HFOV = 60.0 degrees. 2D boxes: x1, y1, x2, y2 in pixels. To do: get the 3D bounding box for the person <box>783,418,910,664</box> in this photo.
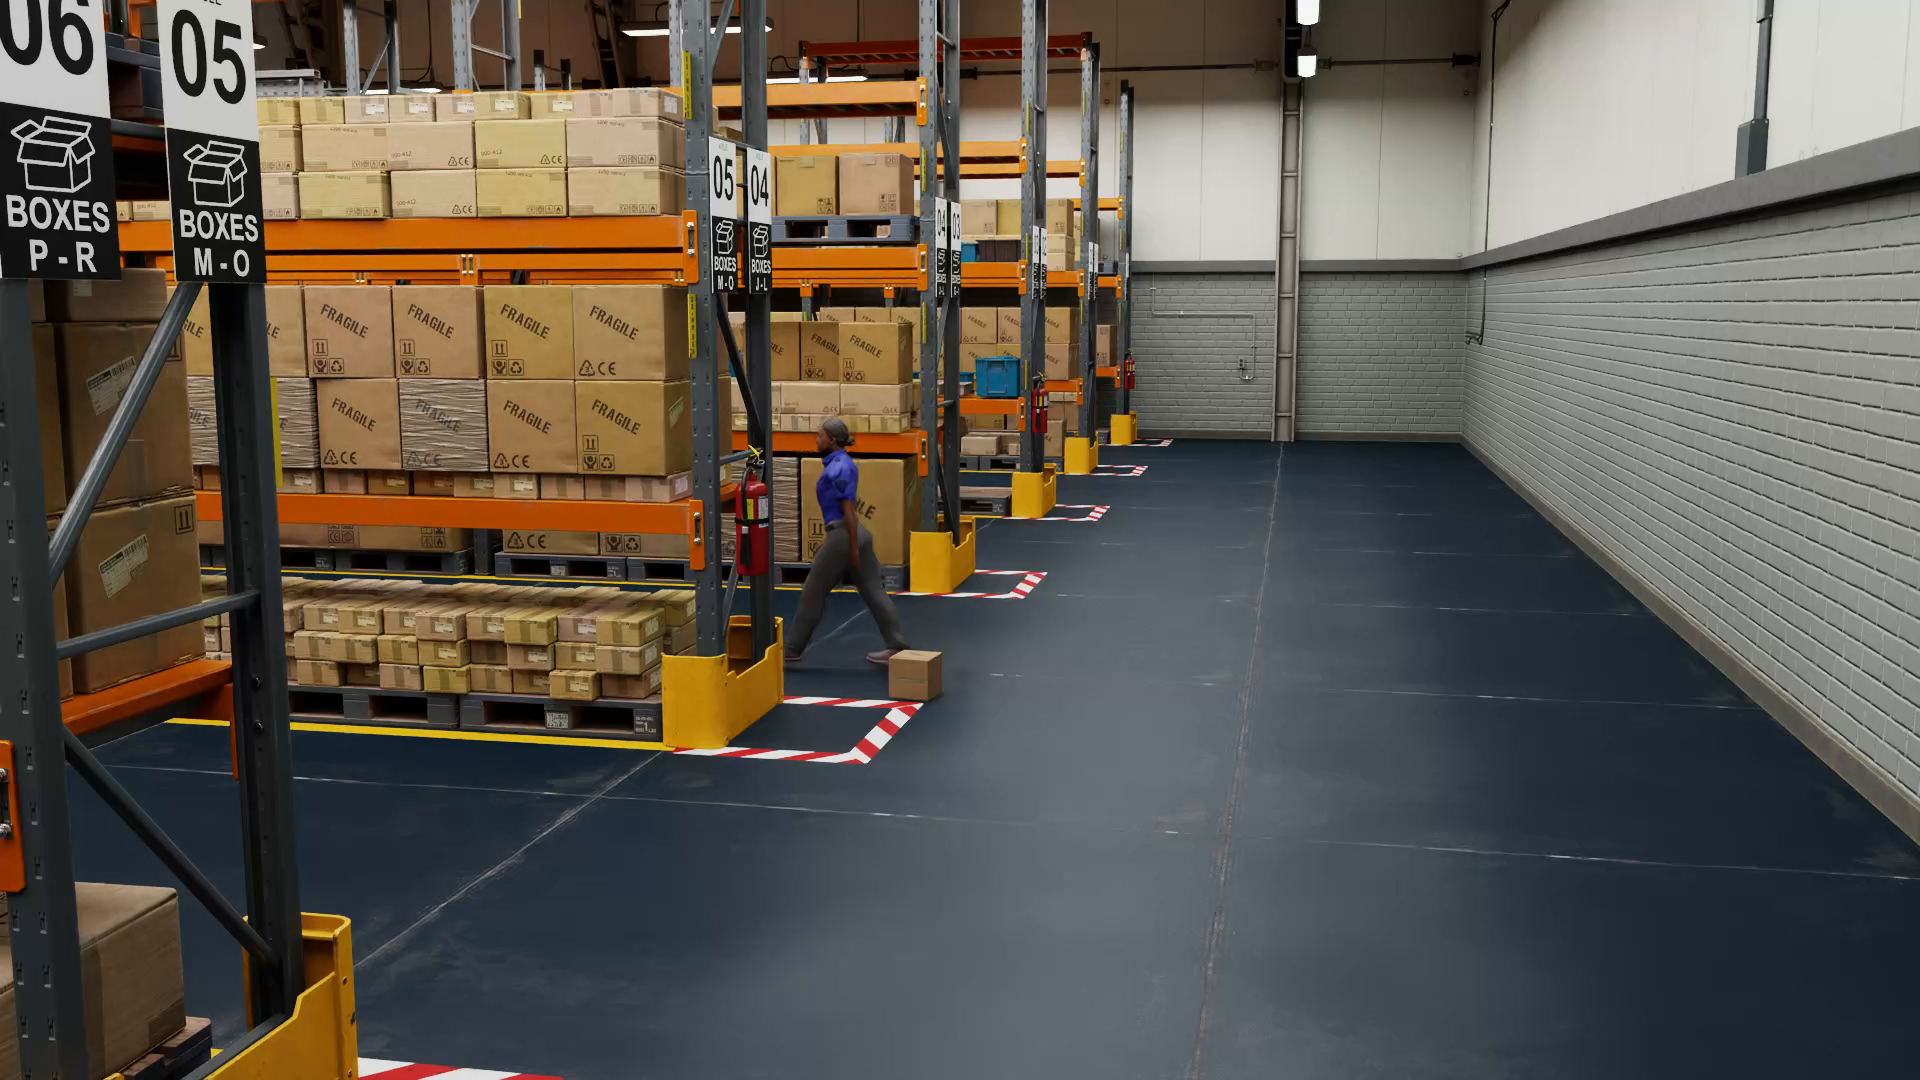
[{"bbox_3d":[-0.807,0.003,10.766,0.991,1.589,0.444,2,8,11],"label":"person"}]
